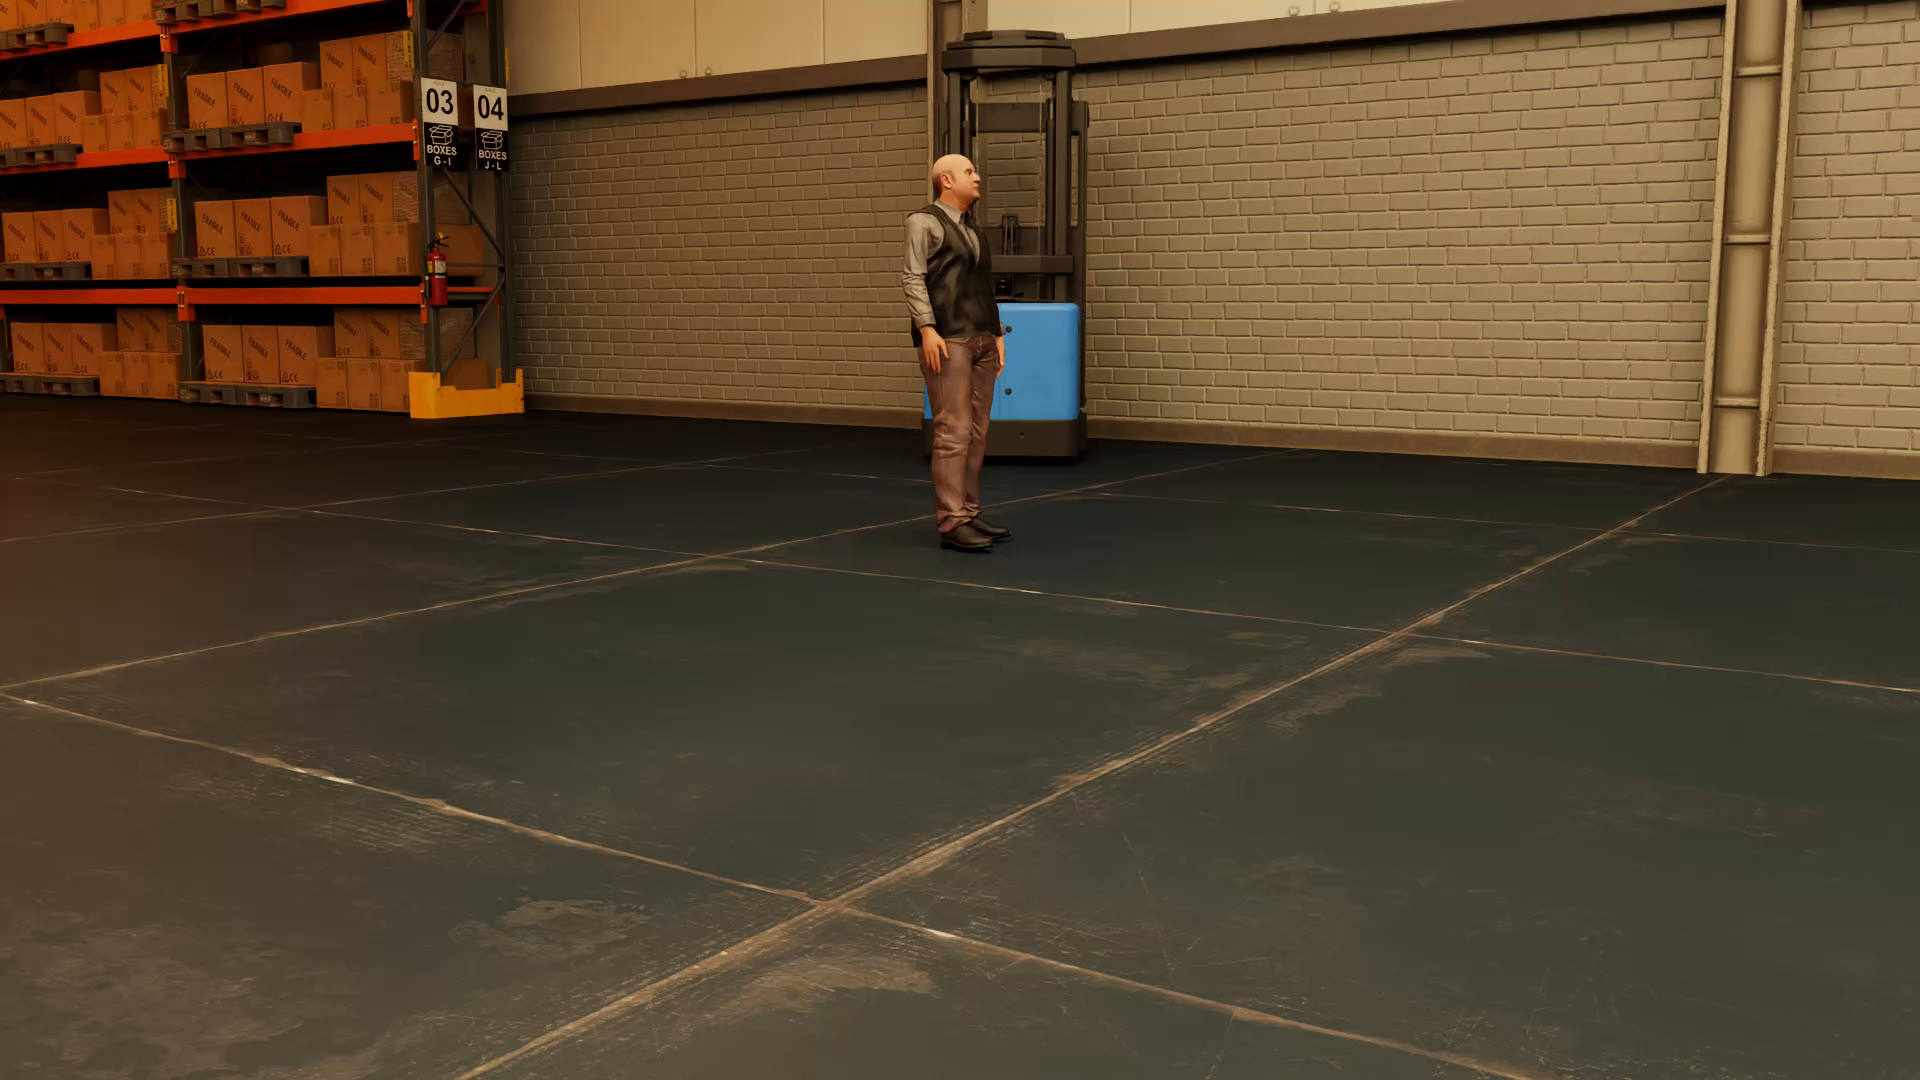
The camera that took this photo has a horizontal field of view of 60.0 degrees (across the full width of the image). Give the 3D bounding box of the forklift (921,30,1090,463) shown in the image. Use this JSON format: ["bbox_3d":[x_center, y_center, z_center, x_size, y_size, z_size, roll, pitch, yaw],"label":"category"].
[{"bbox_3d":[0.394,-2.146,12.286,1.130,2.935,3.031,1,8,5],"label":"forklift"}]

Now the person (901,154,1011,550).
[{"bbox_3d":[0.048,-0.854,7.441,0.566,1.722,0.633,5,10,34],"label":"person"}]
